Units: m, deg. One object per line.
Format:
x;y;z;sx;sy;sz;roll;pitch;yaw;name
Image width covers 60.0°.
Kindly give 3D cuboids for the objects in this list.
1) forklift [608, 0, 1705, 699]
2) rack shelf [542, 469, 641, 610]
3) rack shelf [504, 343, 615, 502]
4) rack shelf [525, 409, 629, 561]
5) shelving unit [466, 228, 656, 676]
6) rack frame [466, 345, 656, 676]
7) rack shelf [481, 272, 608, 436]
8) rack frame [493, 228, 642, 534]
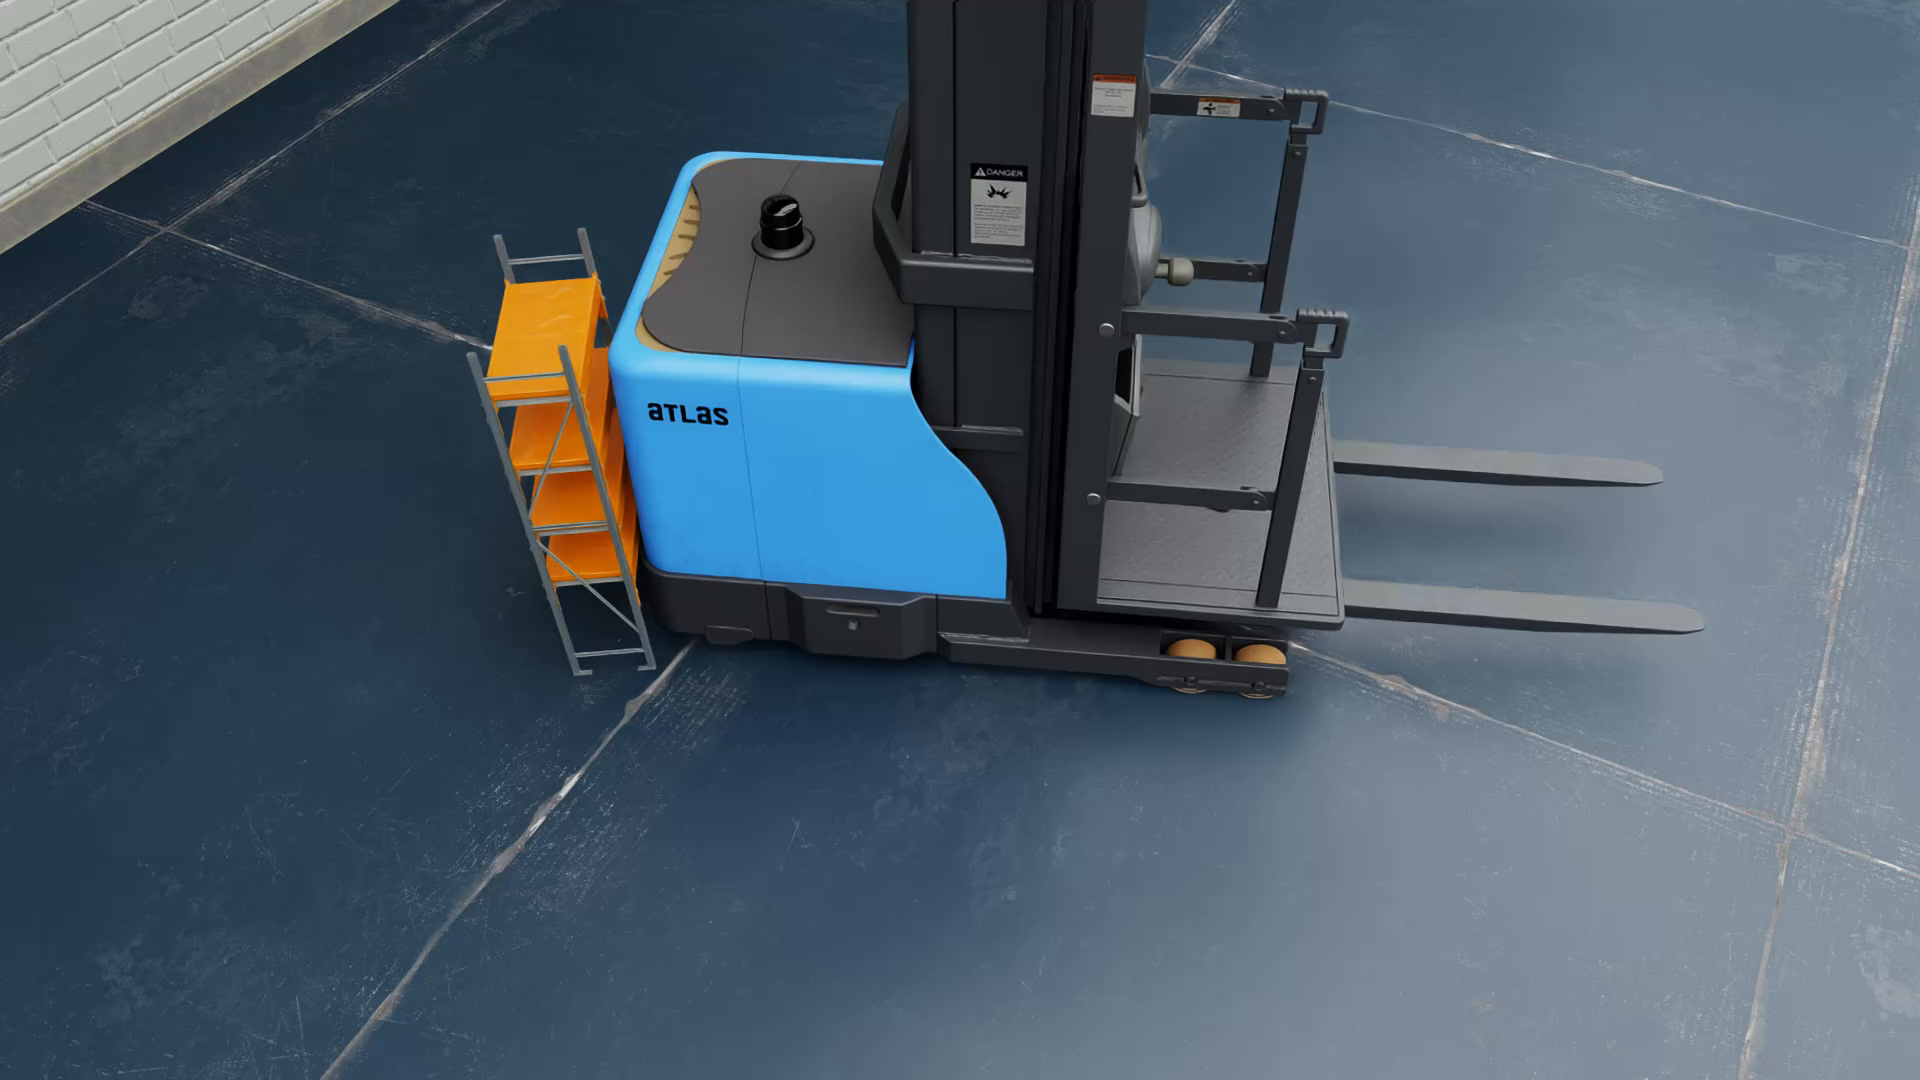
0.632;-0.973;4.151;3.031;2.935;1.130;4;45;4;forklift
-1.040;-0.024;4.794;0.258;0.148;0.480;-5;45;-1;rack shelf
-1.062;-0.319;4.493;0.258;0.148;0.480;-5;45;-1;rack shelf
-1.050;-0.163;4.653;0.258;0.148;0.480;-5;45;-1;rack shelf
-1.054;-0.210;4.605;0.258;1.200;0.503;-5;45;-1;shelving unit
-1.038;-0.037;4.433;0.240;1.200;0.015;-5;45;-1;rack frame
-1.074;-0.485;4.325;0.258;0.148;0.480;-5;45;-1;rack shelf
-1.070;-0.383;4.776;0.240;1.200;0.015;-5;45;-1;rack frame
